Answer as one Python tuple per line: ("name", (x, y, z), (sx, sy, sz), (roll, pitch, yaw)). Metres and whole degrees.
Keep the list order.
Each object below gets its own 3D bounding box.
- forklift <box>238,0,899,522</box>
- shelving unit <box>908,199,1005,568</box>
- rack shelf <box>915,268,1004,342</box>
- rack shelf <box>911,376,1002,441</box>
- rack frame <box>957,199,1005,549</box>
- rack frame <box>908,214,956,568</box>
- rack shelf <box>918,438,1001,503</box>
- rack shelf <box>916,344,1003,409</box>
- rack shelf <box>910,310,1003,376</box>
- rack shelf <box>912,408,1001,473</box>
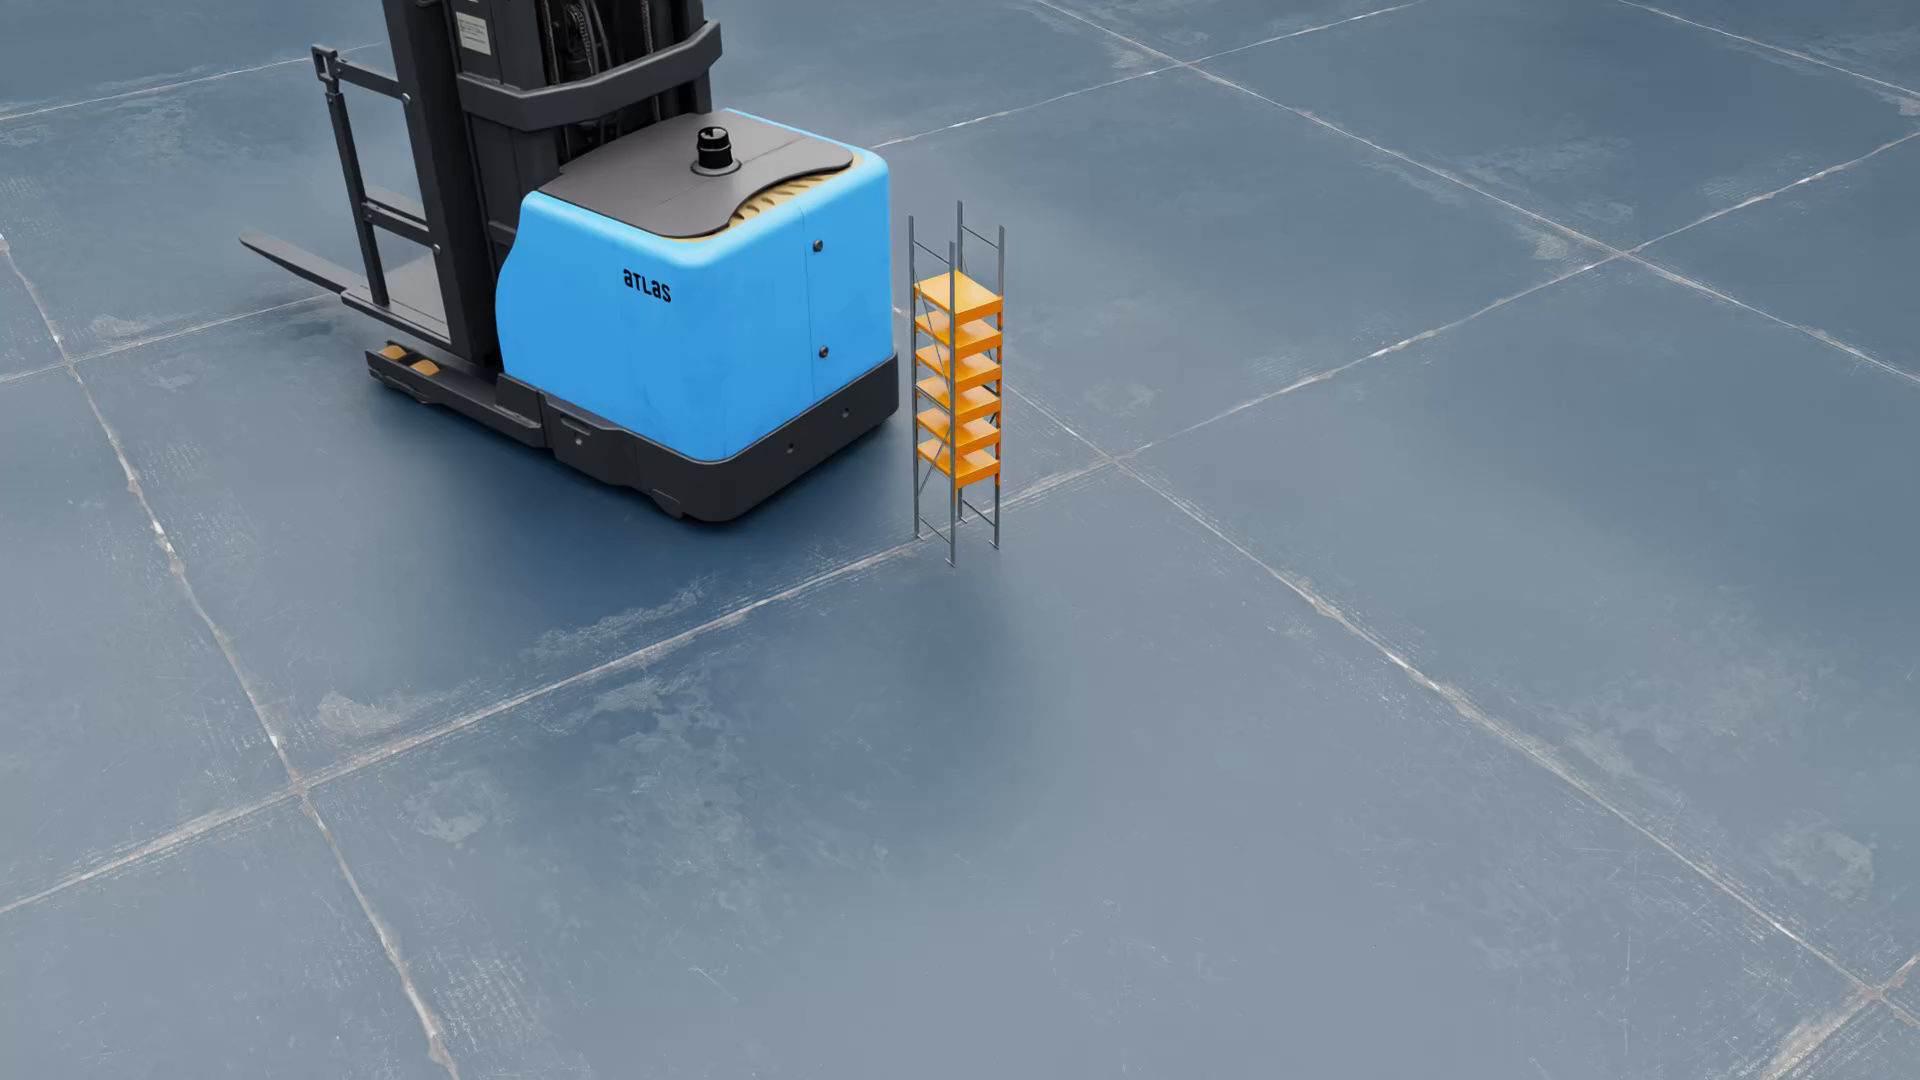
("forklift", (-1.715, -1.944, 5.943), (3.031, 2.935, 1.130), (24, 42, 29))
("shelving unit", (-0.012, -0.482, 5.393), (0.189, 1.200, 0.258), (-22, 41, -28))
("rack shelf", (-0.012, -0.738, 5.209), (0.180, 0.103, 0.258), (-22, 41, -28))
("rack shelf", (-0.012, -0.446, 5.419), (0.180, 0.103, 0.258), (-22, 41, -28))
("rack frame", (0.063, -0.513, 5.436), (0.006, 1.200, 0.240), (-22, 41, -28))
("rack frame", (-0.087, -0.451, 5.350), (0.006, 1.200, 0.240), (-22, 41, -28))
("rack shelf", (-0.012, -0.251, 5.559), (0.180, 0.103, 0.258), (-22, 41, -28))
("rack shelf", (-0.012, -0.544, 5.349), (0.180, 0.103, 0.258), (-22, 41, -28))
("rack shelf", (-0.012, -0.641, 5.279), (0.180, 0.103, 0.258), (-22, 41, -28))
("rack shelf", (-0.012, -0.349, 5.489), (0.180, 0.103, 0.258), (-22, 41, -28))
